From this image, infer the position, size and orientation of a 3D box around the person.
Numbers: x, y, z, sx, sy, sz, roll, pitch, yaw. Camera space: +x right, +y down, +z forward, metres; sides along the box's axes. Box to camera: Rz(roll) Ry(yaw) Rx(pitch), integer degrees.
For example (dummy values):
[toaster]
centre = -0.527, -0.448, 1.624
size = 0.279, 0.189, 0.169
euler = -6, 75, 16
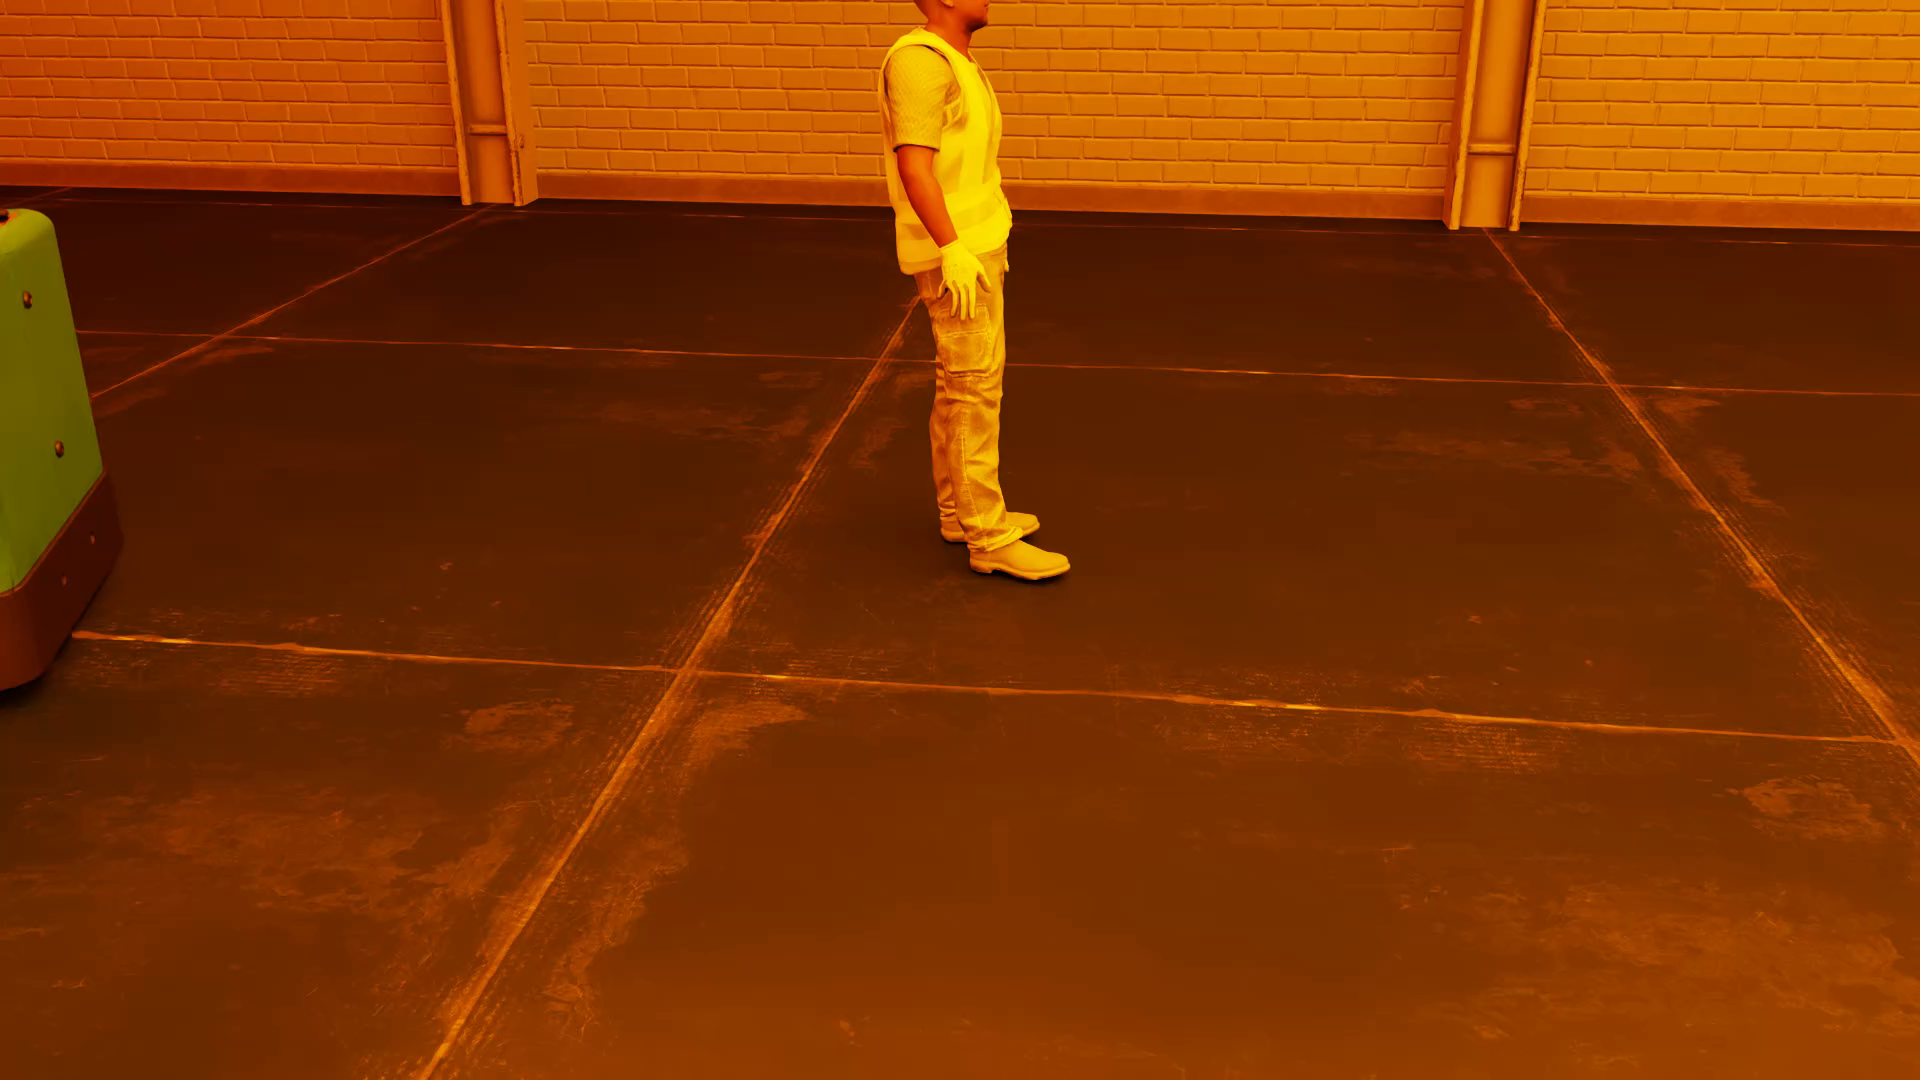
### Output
[person]
centre = 0.070, -0.827, 4.824
size = 0.577, 1.782, 0.656
euler = 3, 22, 7

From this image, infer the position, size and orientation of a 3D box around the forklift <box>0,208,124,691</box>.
[forklift]
centre = -3.863, -0.992, 3.717
size = 3.031, 2.935, 1.130
euler = -5, 22, -12
